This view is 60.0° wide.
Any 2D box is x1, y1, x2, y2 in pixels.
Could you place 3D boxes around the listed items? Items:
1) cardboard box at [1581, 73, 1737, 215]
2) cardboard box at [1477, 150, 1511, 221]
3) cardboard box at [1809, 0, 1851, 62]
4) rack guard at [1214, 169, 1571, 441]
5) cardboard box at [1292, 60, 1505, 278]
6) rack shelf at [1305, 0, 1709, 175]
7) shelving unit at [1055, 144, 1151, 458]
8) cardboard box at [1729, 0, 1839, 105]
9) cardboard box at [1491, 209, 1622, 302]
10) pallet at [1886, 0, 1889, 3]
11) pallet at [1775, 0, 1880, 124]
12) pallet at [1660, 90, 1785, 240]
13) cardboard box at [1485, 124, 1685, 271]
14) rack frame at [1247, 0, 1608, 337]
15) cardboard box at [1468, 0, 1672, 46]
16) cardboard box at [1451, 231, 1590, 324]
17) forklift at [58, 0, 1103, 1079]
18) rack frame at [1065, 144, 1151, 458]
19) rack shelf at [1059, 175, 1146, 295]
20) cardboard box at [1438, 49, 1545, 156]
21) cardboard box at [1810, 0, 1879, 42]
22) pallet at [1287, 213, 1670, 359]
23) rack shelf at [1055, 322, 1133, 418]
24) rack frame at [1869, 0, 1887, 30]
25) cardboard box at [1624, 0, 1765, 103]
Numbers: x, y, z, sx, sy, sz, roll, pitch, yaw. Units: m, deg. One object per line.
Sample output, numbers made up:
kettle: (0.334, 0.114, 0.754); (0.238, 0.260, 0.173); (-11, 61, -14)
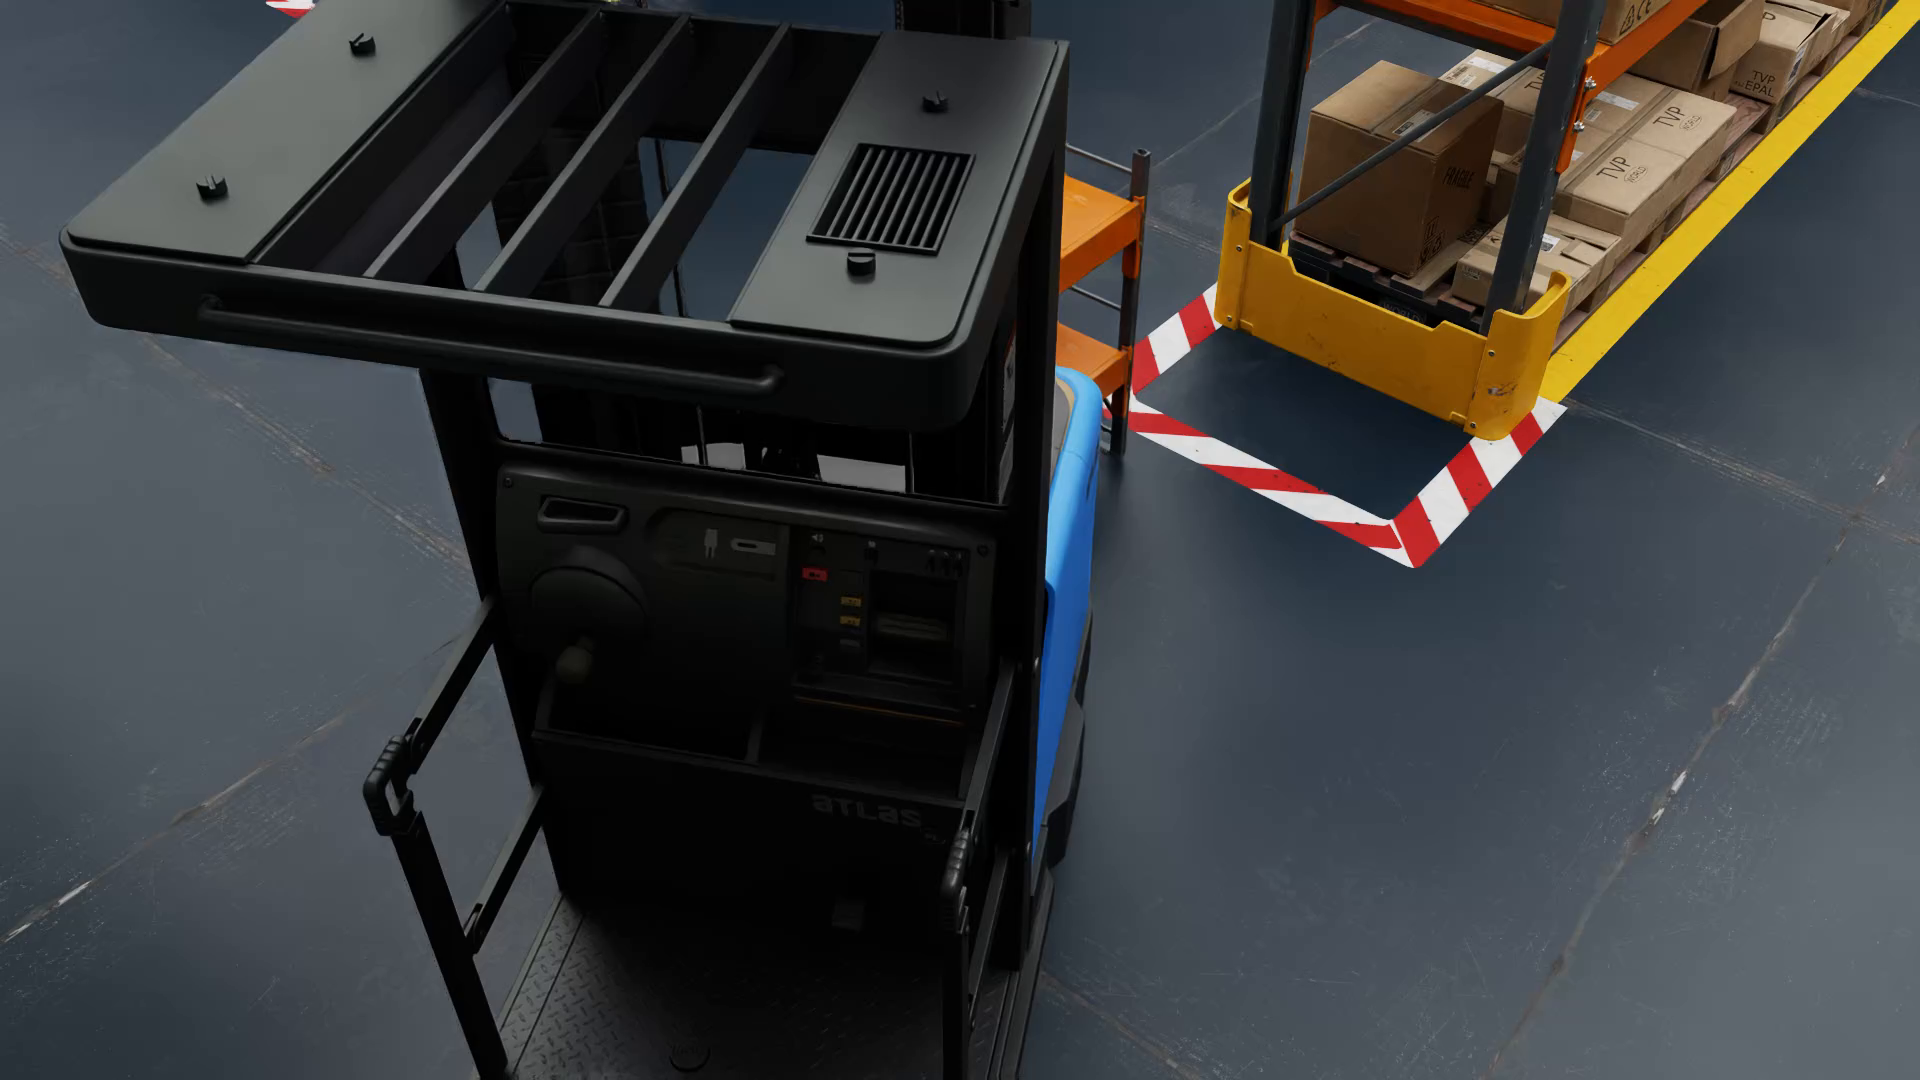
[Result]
cardboard box: (2.632, -1.546, 6.437); (0.500, 0.250, 0.500); (29, 50, 28)
cardboard box: (1.913, -1.399, 6.338); (0.380, 0.166, 0.250); (29, 50, 28)
cardboard box: (3.651, -2.261, 7.299); (0.380, 0.149, 0.250); (29, 50, 28)
rack guard: (1.471, -0.843, 5.805); (1.175, 0.500, 0.348); (29, 50, 28)
cardboard box: (1.583, -1.353, 6.039); (0.500, 0.500, 0.500); (29, 50, 28)
rack shelf: (2.709, -2.492, 6.296); (1.077, 0.370, 4.000); (29, 50, 28)
shelving unit: (0.028, -0.540, 5.008); (0.538, 1.125, 1.048); (29, 50, 28)
cardboard box: (3.364, -2.154, 7.061); (0.500, 0.311, 0.500); (29, 50, 28)
cardboard box: (2.115, -1.039, 5.942); (0.380, 0.166, 0.250); (29, 50, 28)
pallet: (4.491, -3.192, 8.603); (1.003, 0.211, 1.213); (29, 50, 28)
pallet: (3.553, -2.403, 7.736); (1.003, 0.211, 1.213); (29, 50, 28)
pallet: (2.768, -1.772, 7.042); (1.003, 0.211, 1.213); (29, 50, 28)
cardboard box: (2.311, -1.289, 6.154); (0.500, 0.250, 0.500); (29, 50, 28)
rack frame: (1.422, -1.729, 4.921); (1.000, 3.000, 0.127); (29, 50, 28)
cardboard box: (1.909, -1.880, 5.013); (0.500, 0.500, 0.500); (31, 50, 29)
cardboard box: (1.954, -0.903, 5.806); (0.380, 0.149, 0.250); (29, 50, 28)
forklift: (-0.438, 0.191, 2.861); (1.130, 2.935, 3.031); (8, 43, 9)
rack frame: (0.351, -0.804, 5.298); (0.500, 1.125, 0.032); (29, 50, 28)
rack shelf: (0.028, -0.756, 4.811); (0.538, 0.278, 1.000); (29, 50, 28)
cardboard box: (2.217, -1.737, 6.647); (0.500, 0.250, 0.500); (29, 50, 28)
cardboard box: (3.846, -2.610, 7.422); (0.500, 0.500, 0.500); (29, 50, 28)
pallet: (1.983, -1.147, 6.355); (1.003, 0.211, 1.213); (29, 50, 28)
rack shelf: (0.028, -0.359, 5.172); (0.538, 0.278, 1.000); (29, 50, 28)
rack frame: (3.996, -3.788, 7.187); (1.000, 3.000, 0.127); (29, 50, 28)
cardboard box: (2.791, -2.058, 6.812); (0.797, 0.503, 0.637); (29, 50, 28)
